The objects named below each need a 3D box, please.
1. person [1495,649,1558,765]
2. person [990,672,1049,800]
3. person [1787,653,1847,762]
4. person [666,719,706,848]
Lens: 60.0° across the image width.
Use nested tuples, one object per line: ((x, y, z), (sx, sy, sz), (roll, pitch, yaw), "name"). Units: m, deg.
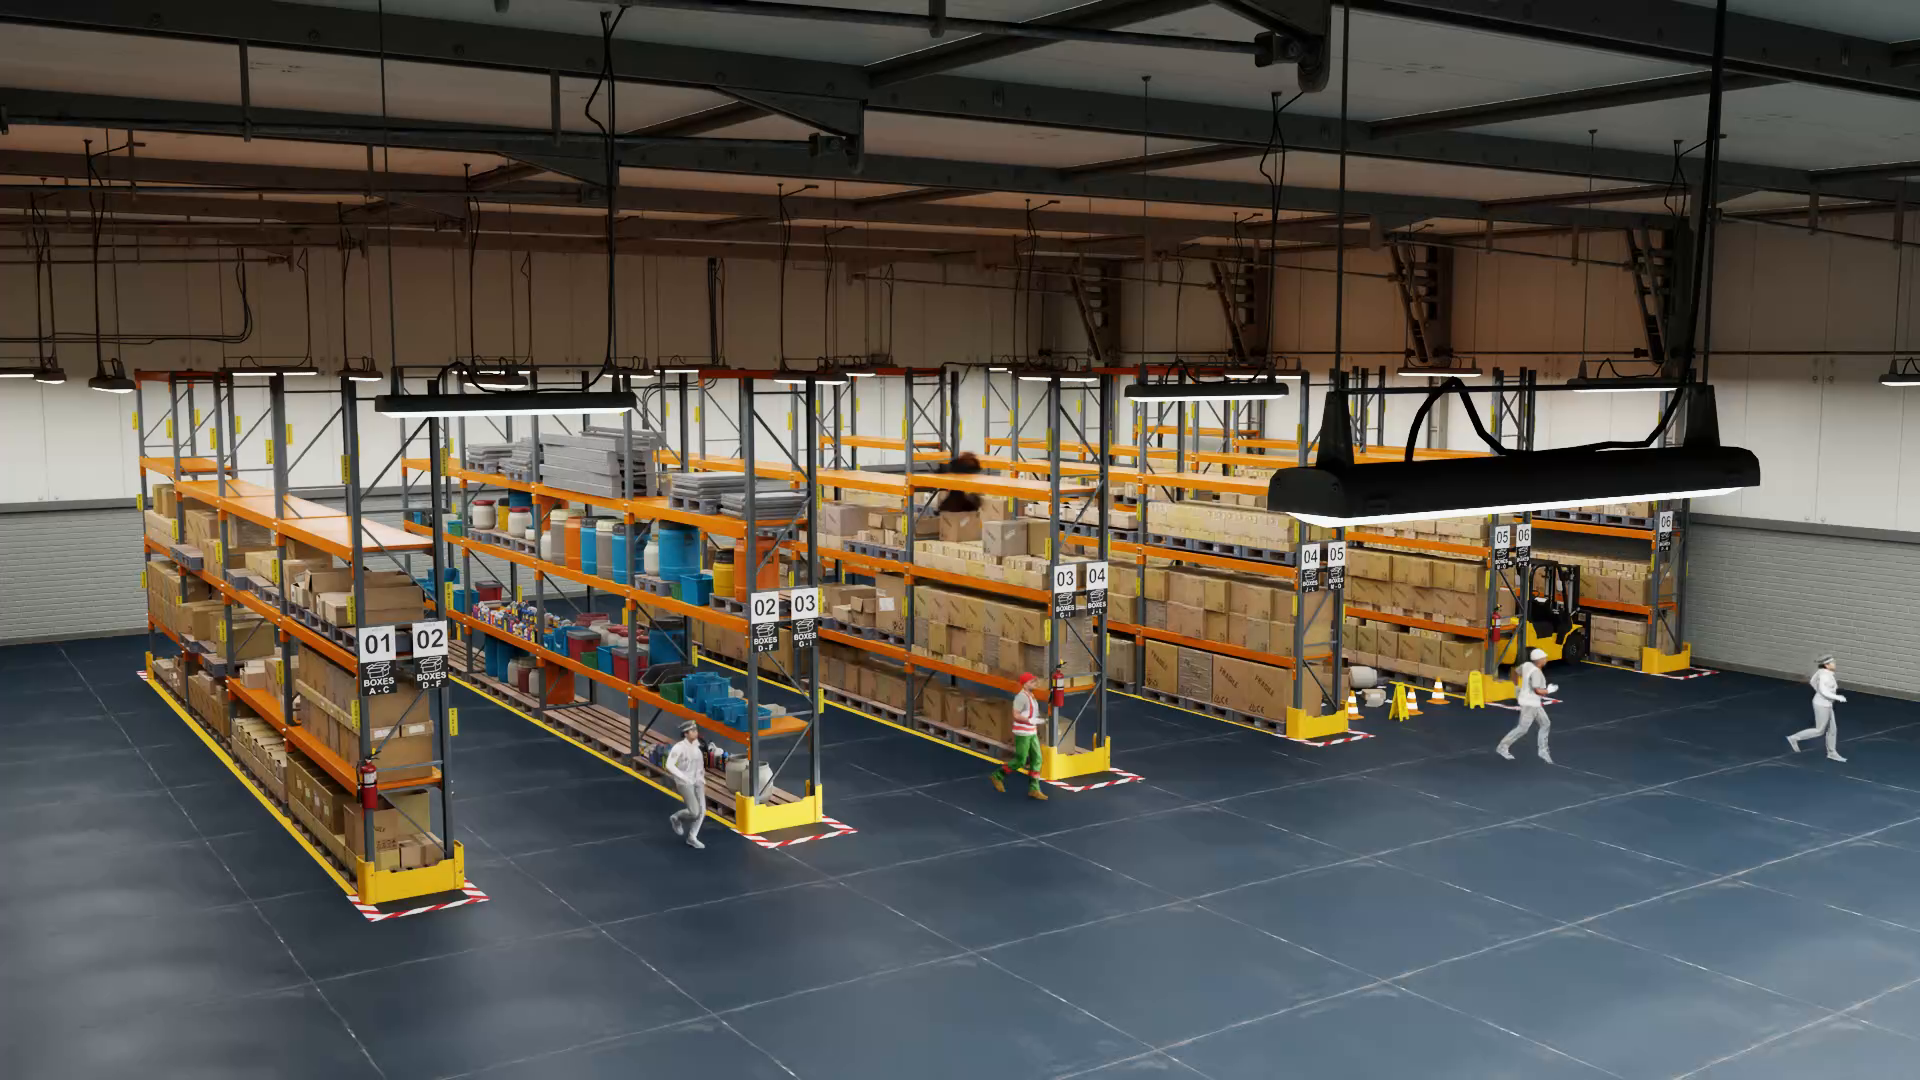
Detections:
((8.731, 2.570, 25.605), (0.889, 1.824, 0.712), (1, 7, 11), "person")
((0.887, 2.776, 23.748), (0.859, 1.793, 0.668), (3, 7, 22), "person")
((13.373, 2.592, 25.885), (0.859, 1.695, 0.625), (3, 7, 23), "person")
((-3.504, 3.120, 21.371), (0.525, 1.669, 0.654), (5, 8, 35), "person")
